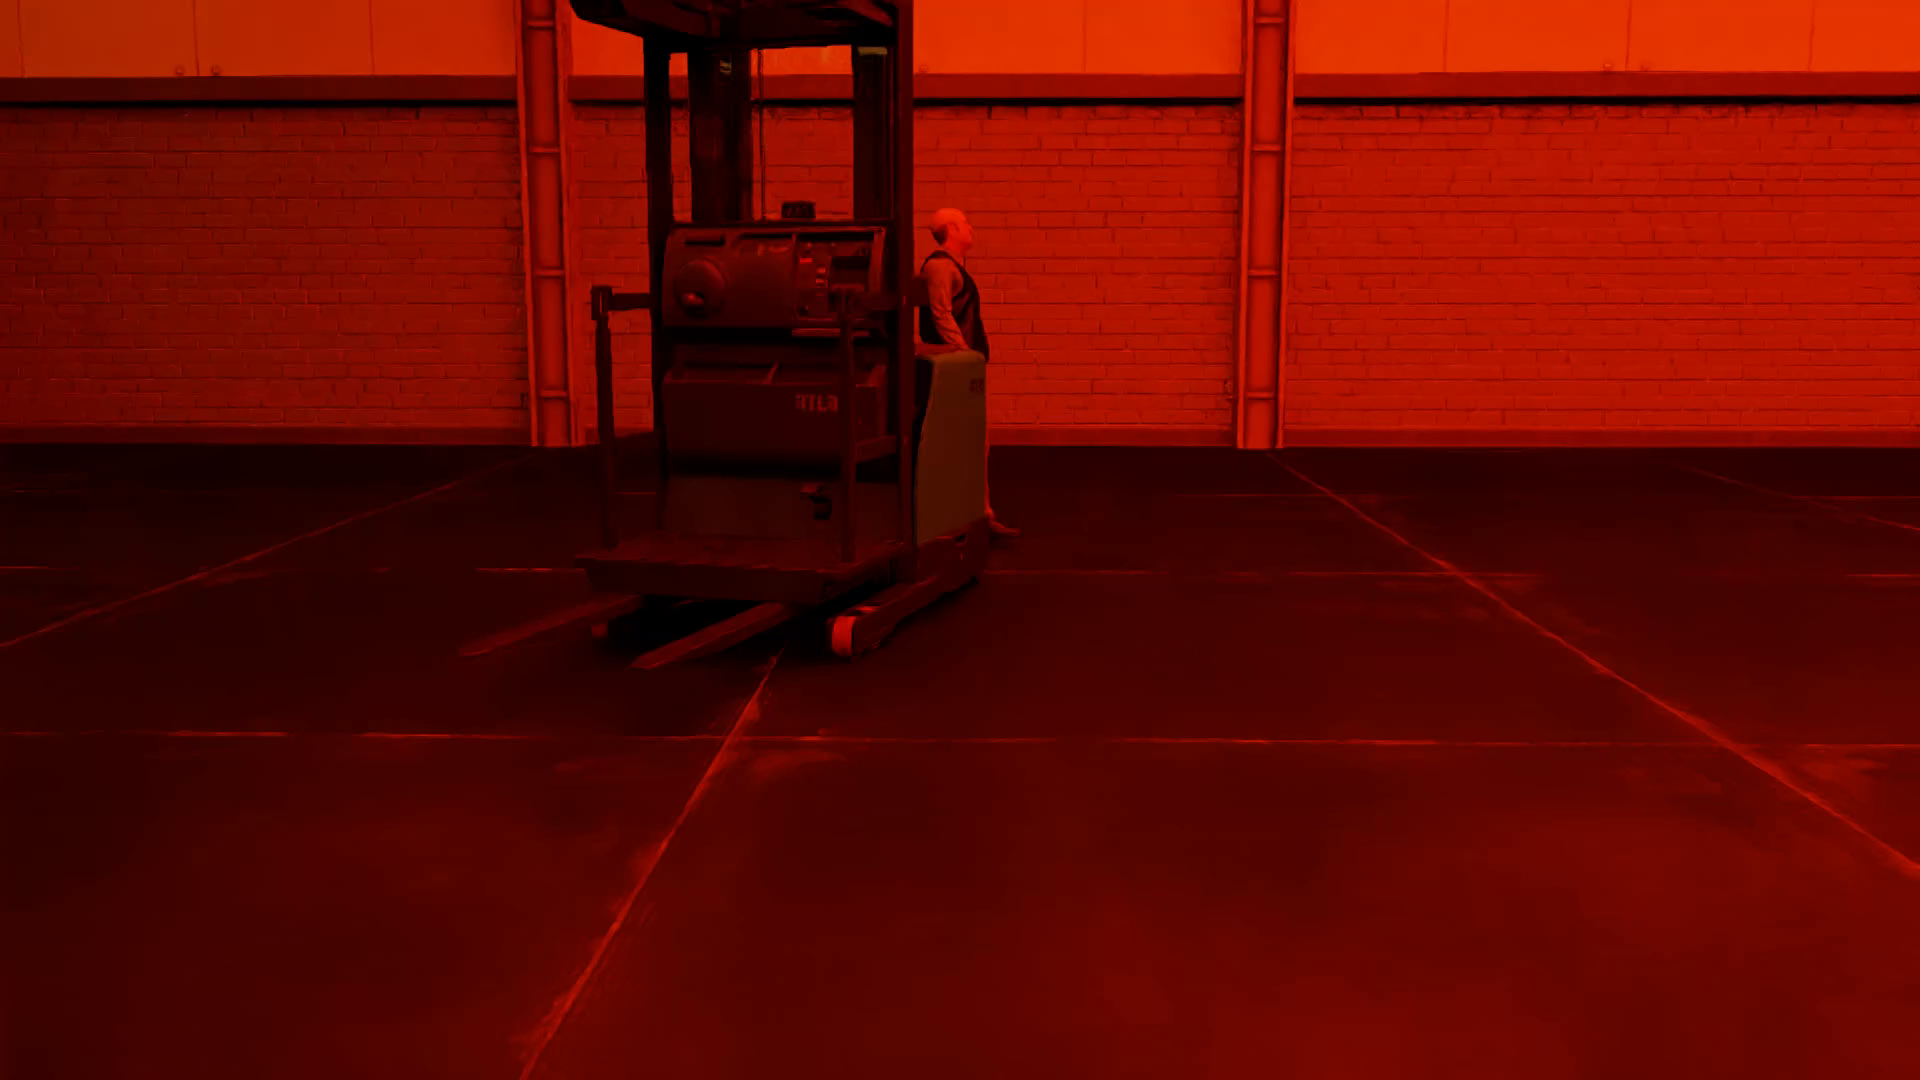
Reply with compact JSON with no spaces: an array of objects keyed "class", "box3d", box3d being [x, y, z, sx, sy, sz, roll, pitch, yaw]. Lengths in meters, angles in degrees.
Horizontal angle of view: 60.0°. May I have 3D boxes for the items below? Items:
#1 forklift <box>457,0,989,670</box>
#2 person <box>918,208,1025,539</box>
[{"class":"forklift","box3d":[-0.799,-1.076,6.341,1.130,2.935,3.031,3,9,17]},{"class":"person","box3d":[0.062,-0.896,8.856,0.567,1.720,0.632,0,9,1]}]
